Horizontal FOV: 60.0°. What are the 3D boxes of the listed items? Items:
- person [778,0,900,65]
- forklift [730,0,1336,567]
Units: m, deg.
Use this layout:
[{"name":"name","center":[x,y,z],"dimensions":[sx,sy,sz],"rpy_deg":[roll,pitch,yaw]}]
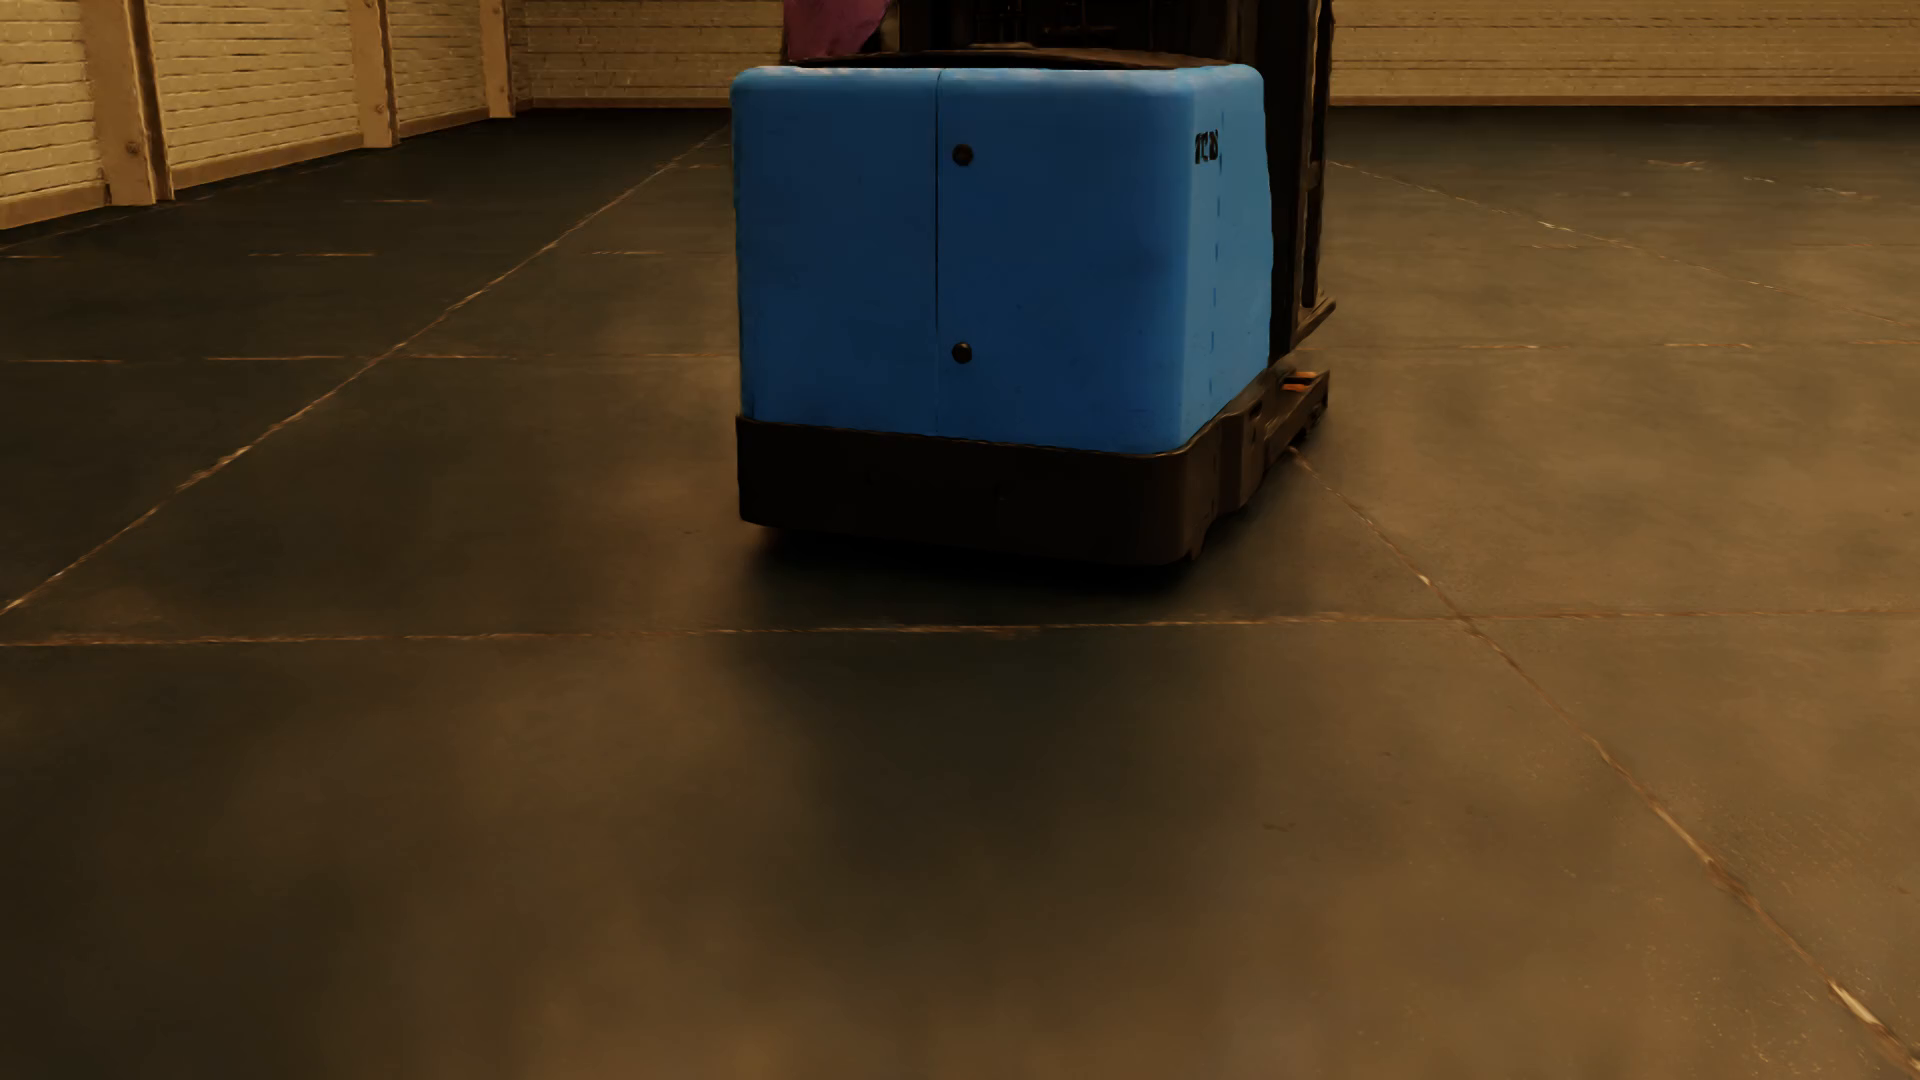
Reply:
[{"name":"person","center":[-0.119,-1.006,4.572],"dimensions":[0.655,1.495,0.654],"rpy_deg":[-14,22,-38]},{"name":"forklift","center":[0.487,-1.735,4.579],"dimensions":[1.130,2.935,3.031],"rpy_deg":[6,18,20]}]
